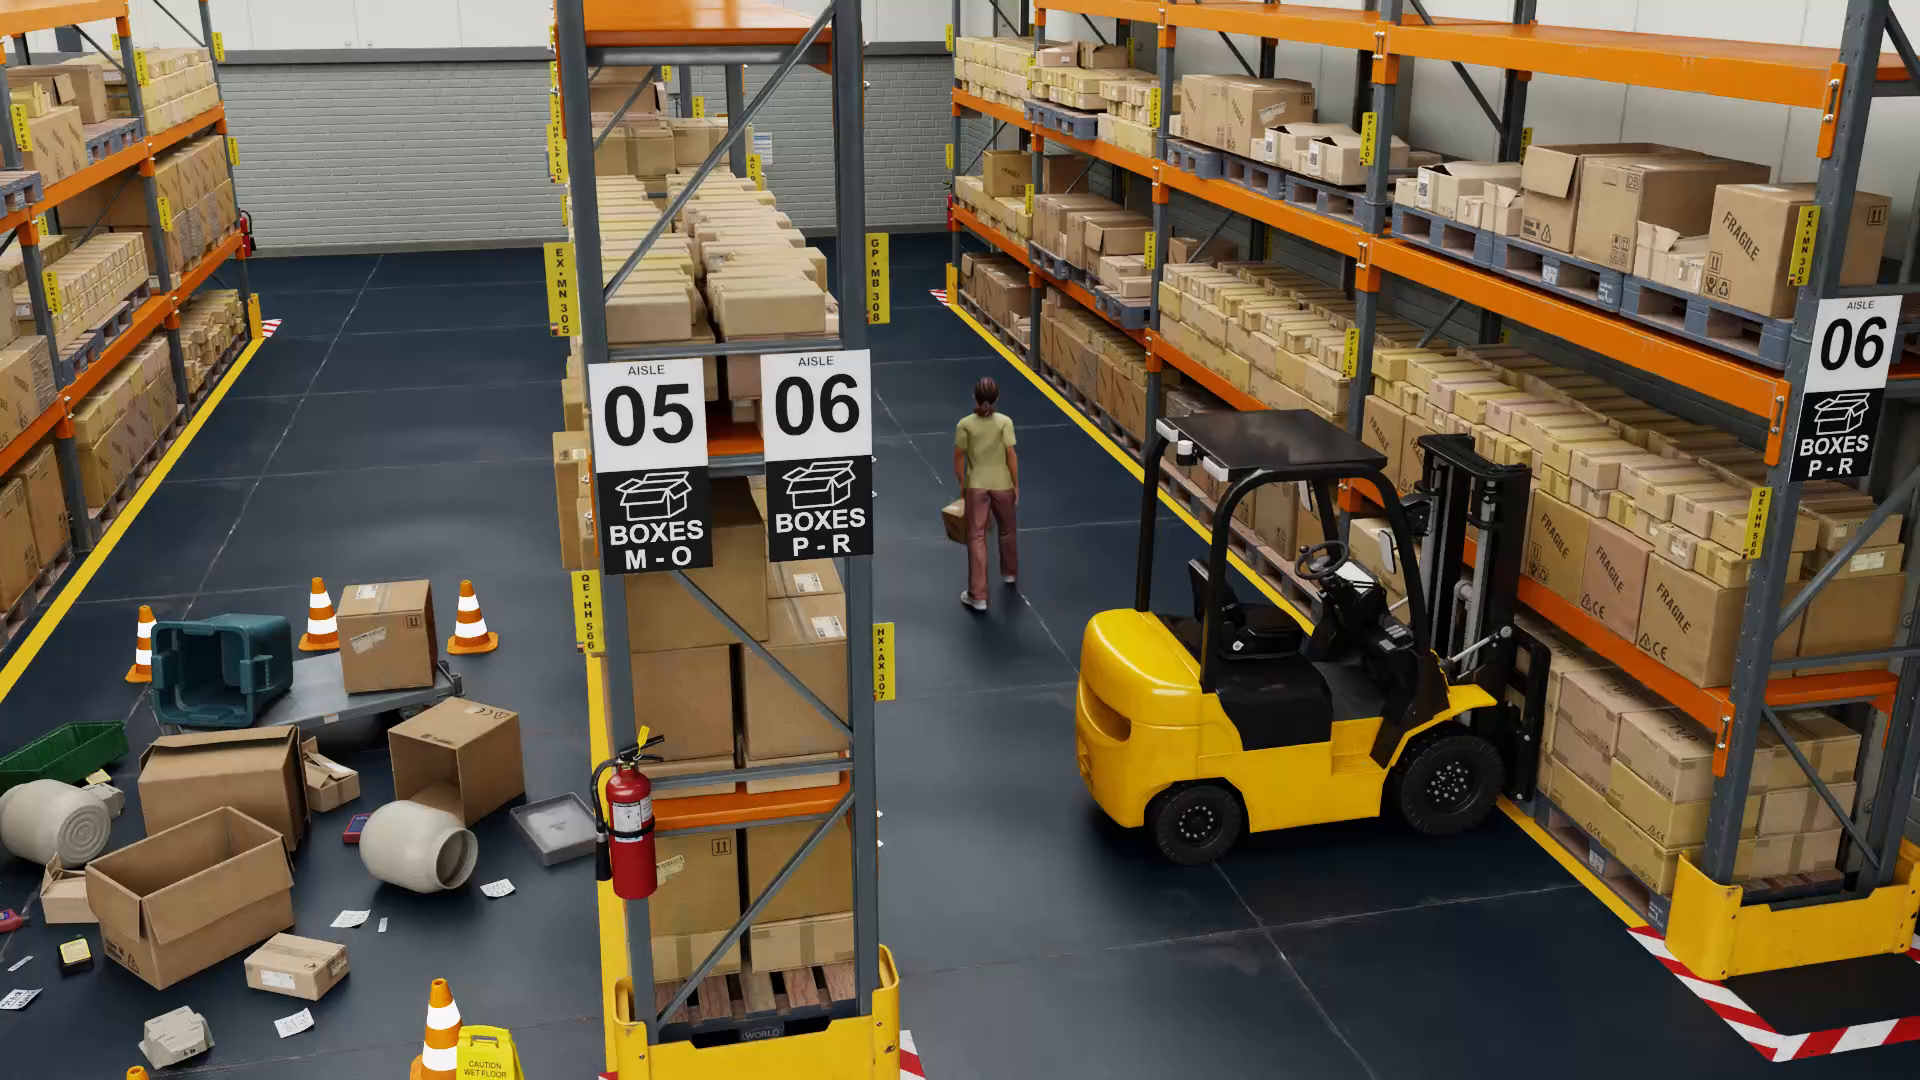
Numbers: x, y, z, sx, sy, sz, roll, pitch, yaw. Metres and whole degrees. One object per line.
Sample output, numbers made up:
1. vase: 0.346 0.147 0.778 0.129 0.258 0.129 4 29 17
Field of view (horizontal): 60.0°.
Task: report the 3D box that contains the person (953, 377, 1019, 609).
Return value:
1. person: 0.200 -0.392 12.170 0.499 1.631 0.864 0 20 0
